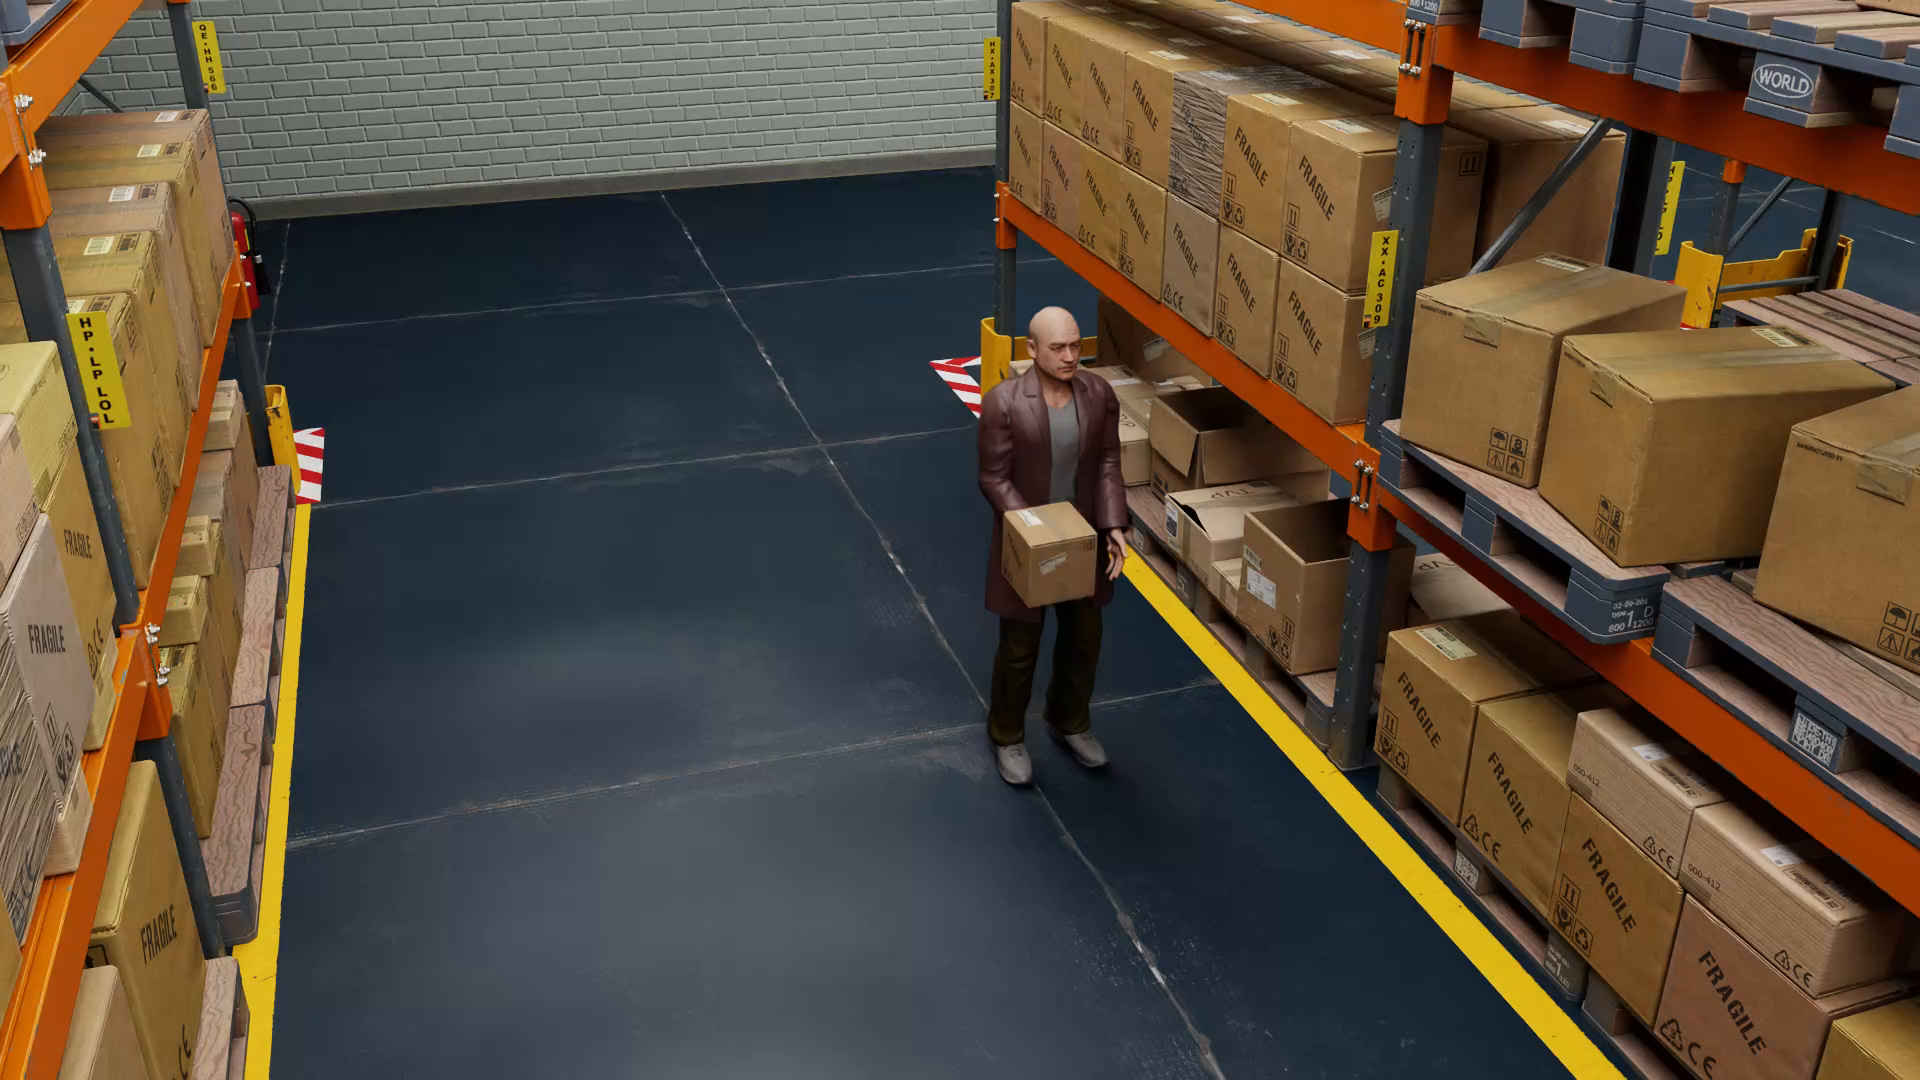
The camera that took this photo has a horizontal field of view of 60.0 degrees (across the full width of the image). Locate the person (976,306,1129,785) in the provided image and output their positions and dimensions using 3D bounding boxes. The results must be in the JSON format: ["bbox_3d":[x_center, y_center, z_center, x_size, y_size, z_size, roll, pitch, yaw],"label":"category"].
[{"bbox_3d":[0.359,0.143,6.058,0.559,1.580,0.517,-10,28,-19],"label":"person"}]
